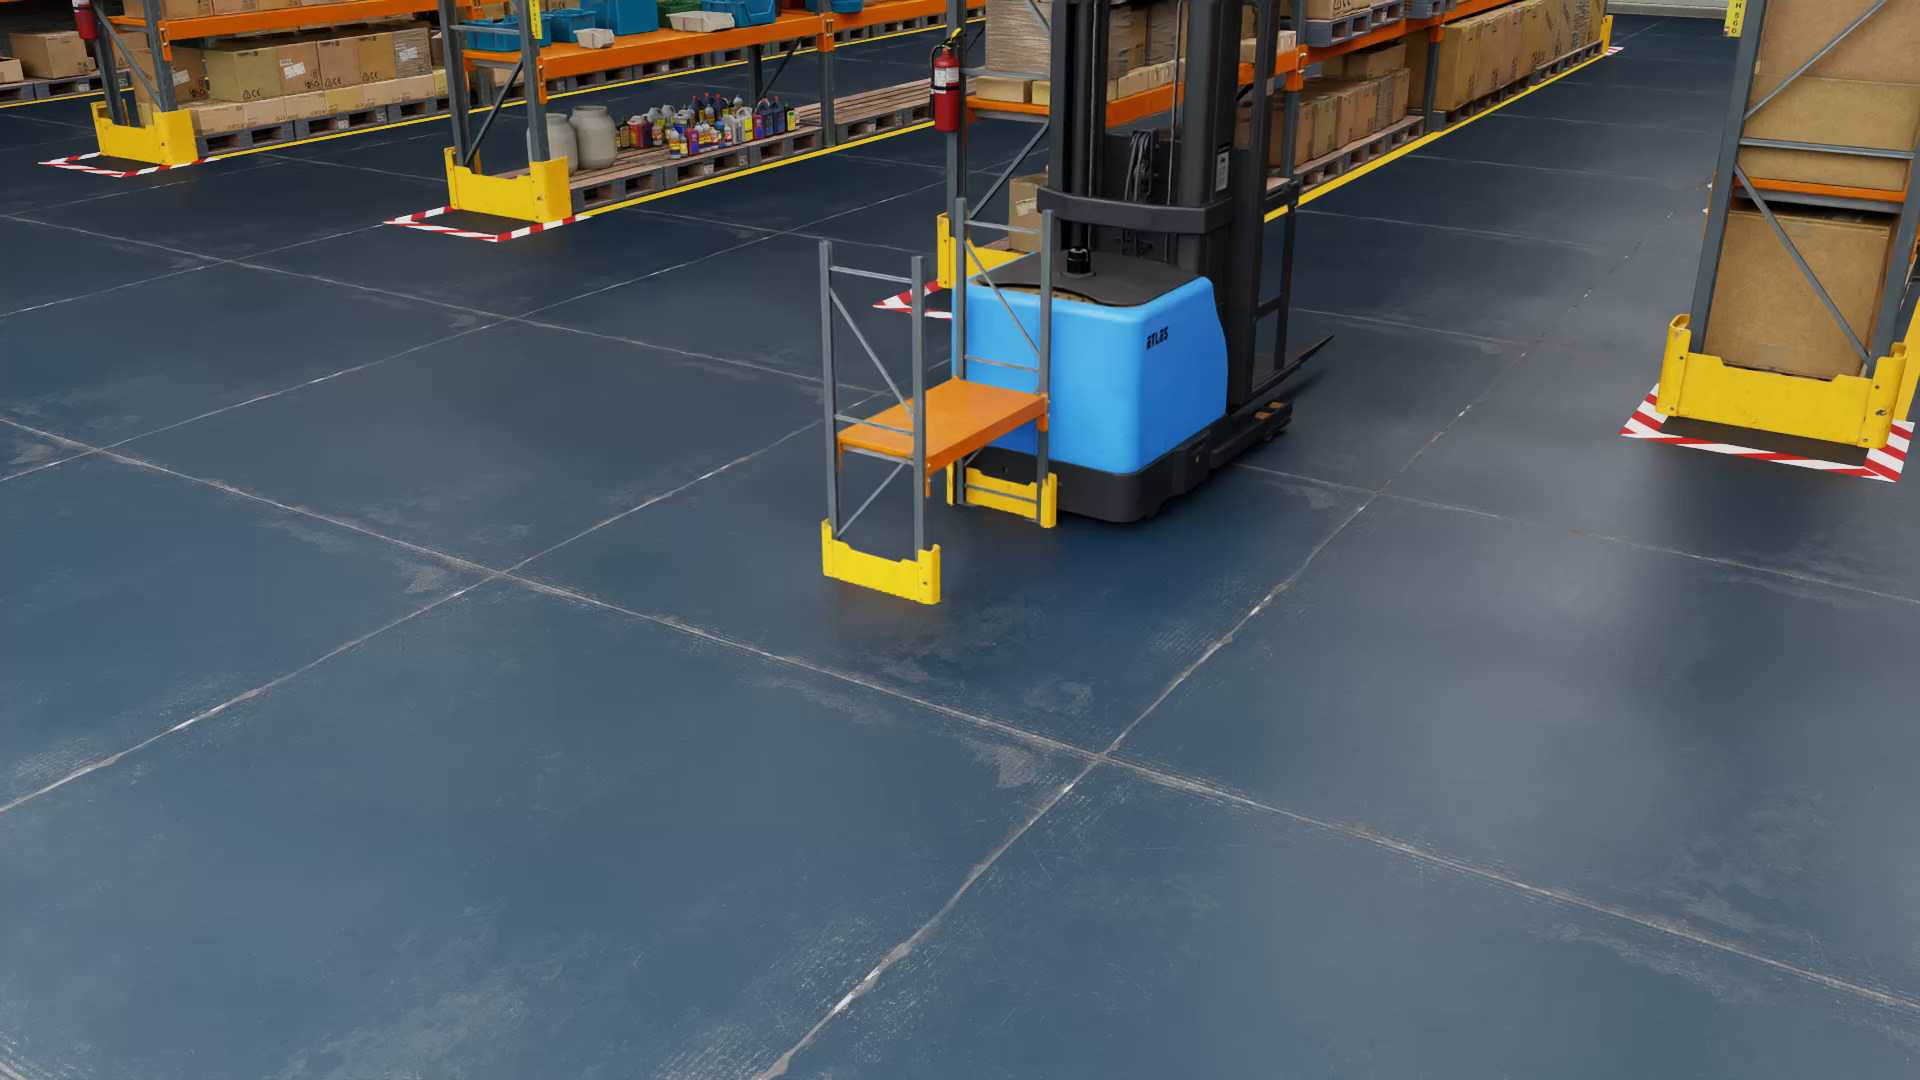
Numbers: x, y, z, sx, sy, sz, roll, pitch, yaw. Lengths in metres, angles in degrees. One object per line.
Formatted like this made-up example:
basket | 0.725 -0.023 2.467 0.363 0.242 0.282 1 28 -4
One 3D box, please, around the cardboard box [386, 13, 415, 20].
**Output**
cardboard box | -8.378 -7.730 24.422 0.700 0.500 0.500 14 27 30

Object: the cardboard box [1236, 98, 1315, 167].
cardboard box | 2.814 -3.722 15.165 0.700 0.500 0.500 12 26 25

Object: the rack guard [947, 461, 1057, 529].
rack guard | 0.197 -0.242 7.994 0.587 0.250 0.087 14 27 30

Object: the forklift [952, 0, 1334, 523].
forklift | 1.166 -1.961 8.592 1.130 2.935 3.031 14 27 30

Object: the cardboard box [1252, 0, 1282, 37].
cardboard box | 2.182 -4.508 13.888 0.875 0.500 0.500 14 27 29

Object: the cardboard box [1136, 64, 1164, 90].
cardboard box | 1.260 -3.379 12.095 0.380 0.149 0.250 14 27 29

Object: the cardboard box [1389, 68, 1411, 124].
cardboard box | 4.246 -4.639 17.283 0.700 0.500 0.500 12 26 26

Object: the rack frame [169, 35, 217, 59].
rack frame | -10.152 -7.579 21.481 1.000 3.000 0.127 14 27 29

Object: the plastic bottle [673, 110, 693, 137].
plastic bottle | -2.699 -4.039 16.180 0.152 0.276 0.135 14 27 29

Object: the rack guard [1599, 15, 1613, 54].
rack guard | 8.815 -7.376 24.158 1.175 0.500 0.348 14 27 29

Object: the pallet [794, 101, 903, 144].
pallet | -1.354 -4.496 17.870 1.003 0.211 1.213 14 27 29

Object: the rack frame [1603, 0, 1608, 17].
rack frame | 8.802 -8.515 23.643 1.000 3.000 0.127 14 27 29

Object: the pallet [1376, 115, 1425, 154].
pallet | 4.169 -4.272 17.351 1.003 0.211 1.213 14 27 29

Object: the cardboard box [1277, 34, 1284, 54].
cardboard box | 2.469 -4.133 13.837 0.380 0.149 0.250 14 27 29

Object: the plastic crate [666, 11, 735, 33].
plastic crate | -2.377 -4.780 15.349 0.530 0.136 0.437 14 27 29

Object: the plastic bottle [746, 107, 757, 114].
plastic bottle | -2.071 -4.135 16.400 0.152 0.276 0.135 14 27 29

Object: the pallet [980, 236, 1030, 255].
pallet | 0.861 -2.127 12.398 1.003 0.211 1.213 14 27 29

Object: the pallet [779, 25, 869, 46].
pallet | -2.119 -7.680 25.224 1.003 0.211 1.213 14 27 29

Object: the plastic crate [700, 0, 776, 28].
plastic crate | -2.089 -5.004 15.720 0.499 0.251 0.616 14 27 29

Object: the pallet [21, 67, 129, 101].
pallet | -11.119 -5.652 20.539 1.003 0.211 1.213 14 27 29

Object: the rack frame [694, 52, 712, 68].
rack frame | -3.832 -7.892 22.204 1.000 3.000 0.127 14 27 29

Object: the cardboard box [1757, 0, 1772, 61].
cardboard box | 4.963 -2.928 9.189 0.875 0.550 0.550 14 27 29

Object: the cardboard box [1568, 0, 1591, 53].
cardboard box | 8.052 -7.193 22.735 0.875 0.875 0.875 14 27 29

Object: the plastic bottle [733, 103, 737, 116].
plastic bottle | -2.330 -4.370 17.038 0.097 0.201 0.097 0 23 0

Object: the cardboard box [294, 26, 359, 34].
cardboard box | -6.980 -5.388 18.410 0.500 0.500 0.500 14 27 29

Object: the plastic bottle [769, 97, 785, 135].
plastic bottle | -1.830 -4.211 16.482 0.144 0.351 0.185 13 27 28

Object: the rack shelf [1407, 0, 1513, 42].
rack shelf | 5.637 -6.160 19.108 1.077 0.370 4.000 14 27 29

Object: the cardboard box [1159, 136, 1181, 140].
cardboard box | 1.671 -2.963 13.436 0.500 0.500 0.500 11 26 24

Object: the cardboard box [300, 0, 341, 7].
cardboard box | -6.980 -5.916 17.513 0.700 0.500 0.500 15 27 31

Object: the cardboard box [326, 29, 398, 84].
cardboard box | -6.535 -5.279 18.156 0.500 0.500 0.500 14 27 29

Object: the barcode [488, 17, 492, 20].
barcode | -5.454 -6.036 19.302 0.001 0.075 0.075 14 27 29

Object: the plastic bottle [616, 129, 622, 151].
plastic bottle | -3.249 -3.782 15.679 0.097 0.201 0.097 0 23 0

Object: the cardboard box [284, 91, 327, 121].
cardboard box | -7.055 -4.595 17.522 0.500 0.250 0.500 14 27 29

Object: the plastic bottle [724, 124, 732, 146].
plastic bottle | -2.230 -3.869 15.880 0.097 0.201 0.097 0 23 0

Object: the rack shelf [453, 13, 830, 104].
rack shelf | -2.791 -4.497 15.269 1.077 0.370 4.000 14 27 29

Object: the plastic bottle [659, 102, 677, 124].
plastic bottle | -2.838 -4.096 16.217 0.144 0.351 0.185 14 27 29

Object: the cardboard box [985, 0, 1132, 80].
cardboard box | 0.676 -3.477 11.505 0.875 0.500 0.500 14 27 29

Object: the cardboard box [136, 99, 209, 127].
cardboard box | -8.020 -4.366 16.991 0.500 0.250 0.500 14 27 29

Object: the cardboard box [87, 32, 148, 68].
cardboard box | -10.666 -6.275 21.061 0.500 0.500 0.500 12 26 25

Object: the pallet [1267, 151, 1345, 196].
pallet | 2.882 -3.448 15.449 1.003 0.211 1.213 14 27 29

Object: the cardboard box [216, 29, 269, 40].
cardboard box | -9.778 -6.885 22.472 0.700 0.500 0.500 15 28 31

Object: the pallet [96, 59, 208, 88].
pallet | -10.476 -6.065 21.494 1.003 0.211 1.213 14 27 29

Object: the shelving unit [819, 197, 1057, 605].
shelving unit | -0.075 -0.649 7.362 0.587 1.500 1.083 14 27 30

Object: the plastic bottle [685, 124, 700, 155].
plastic bottle | -2.490 -3.727 15.449 0.061 0.283 0.133 14 27 30

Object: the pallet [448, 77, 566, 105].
pallet | -5.586 -5.519 20.233 1.003 0.211 1.213 14 27 29

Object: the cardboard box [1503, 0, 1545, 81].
cardboard box | 6.372 -6.162 20.355 1.225 0.875 0.875 14 27 29
